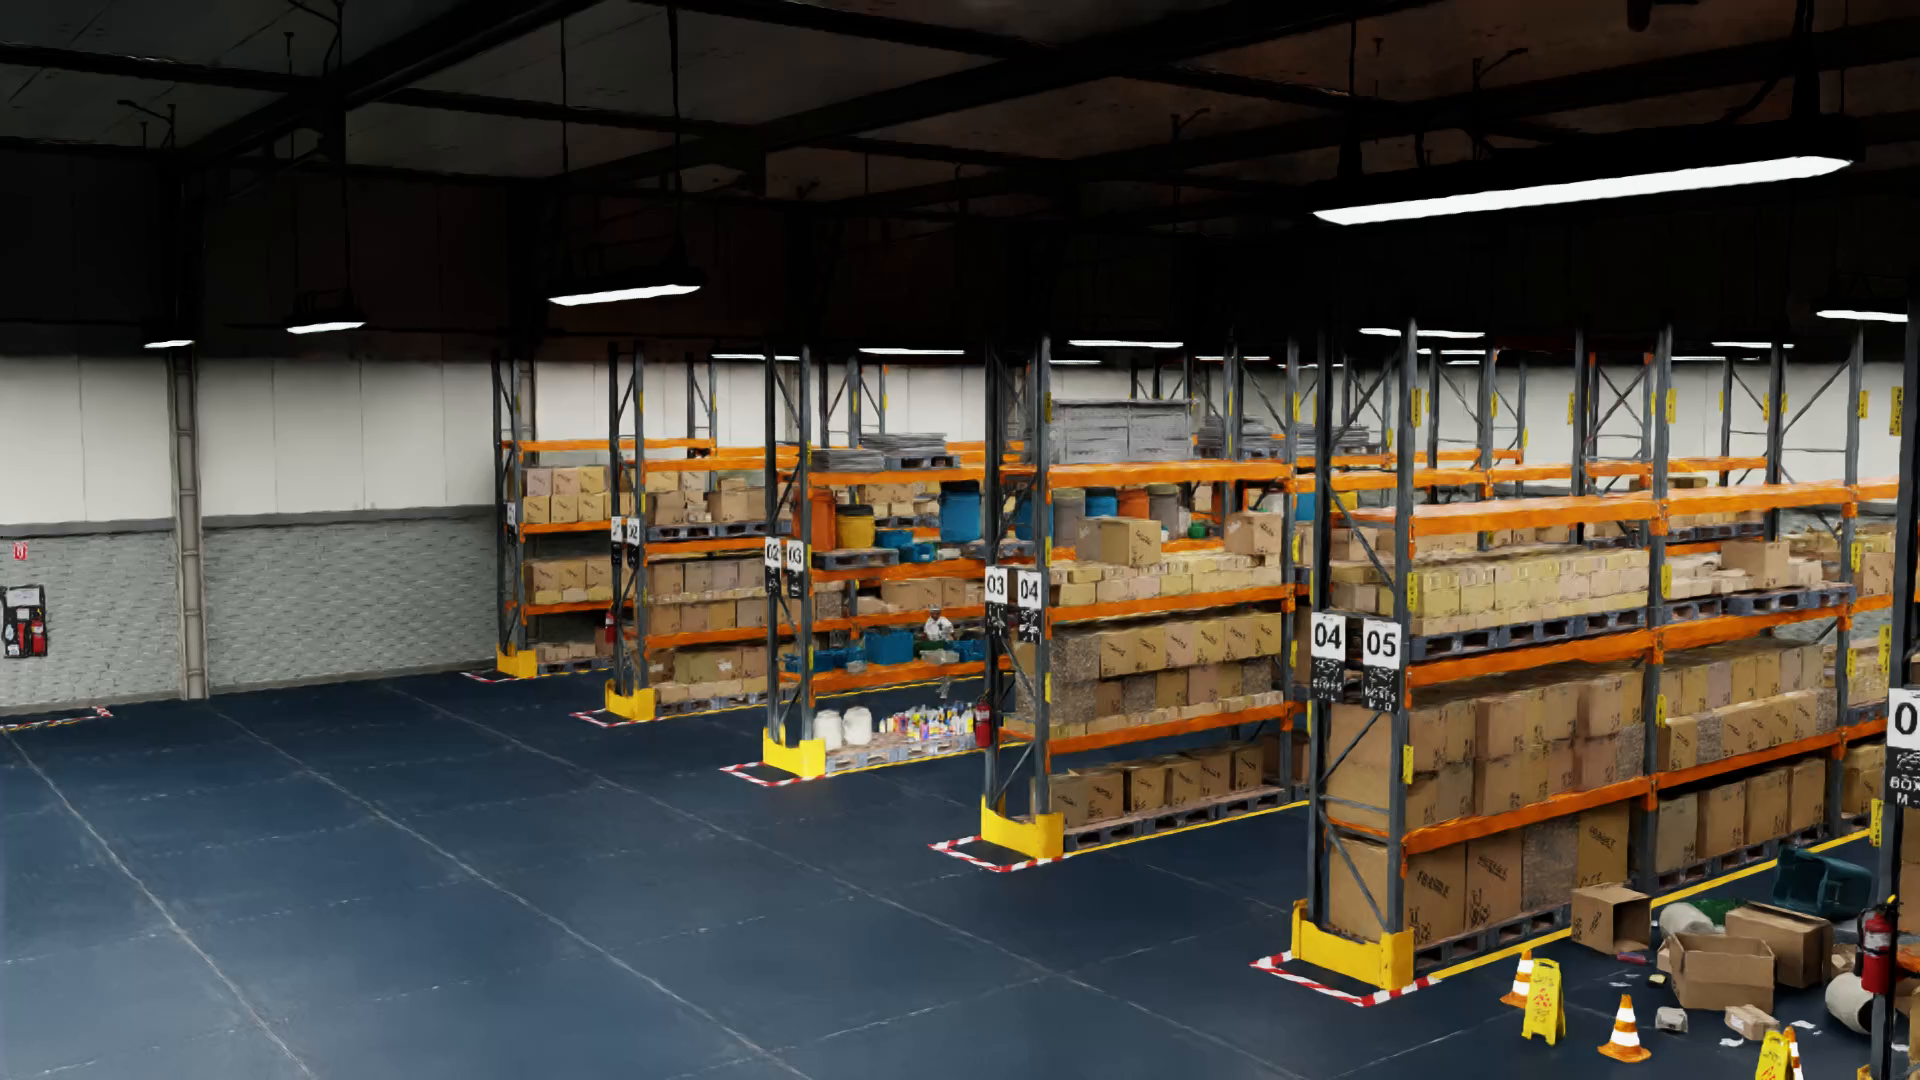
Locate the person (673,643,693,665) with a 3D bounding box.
[{"bbox_3d":[-4.822,1.769,29.258,0.534,1.674,0.677,-4,6,-39],"label":"person"}]

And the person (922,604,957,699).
[{"bbox_3d":[-0.309,1.862,28.382,0.621,1.606,0.828,4,6,36],"label":"person"}]
